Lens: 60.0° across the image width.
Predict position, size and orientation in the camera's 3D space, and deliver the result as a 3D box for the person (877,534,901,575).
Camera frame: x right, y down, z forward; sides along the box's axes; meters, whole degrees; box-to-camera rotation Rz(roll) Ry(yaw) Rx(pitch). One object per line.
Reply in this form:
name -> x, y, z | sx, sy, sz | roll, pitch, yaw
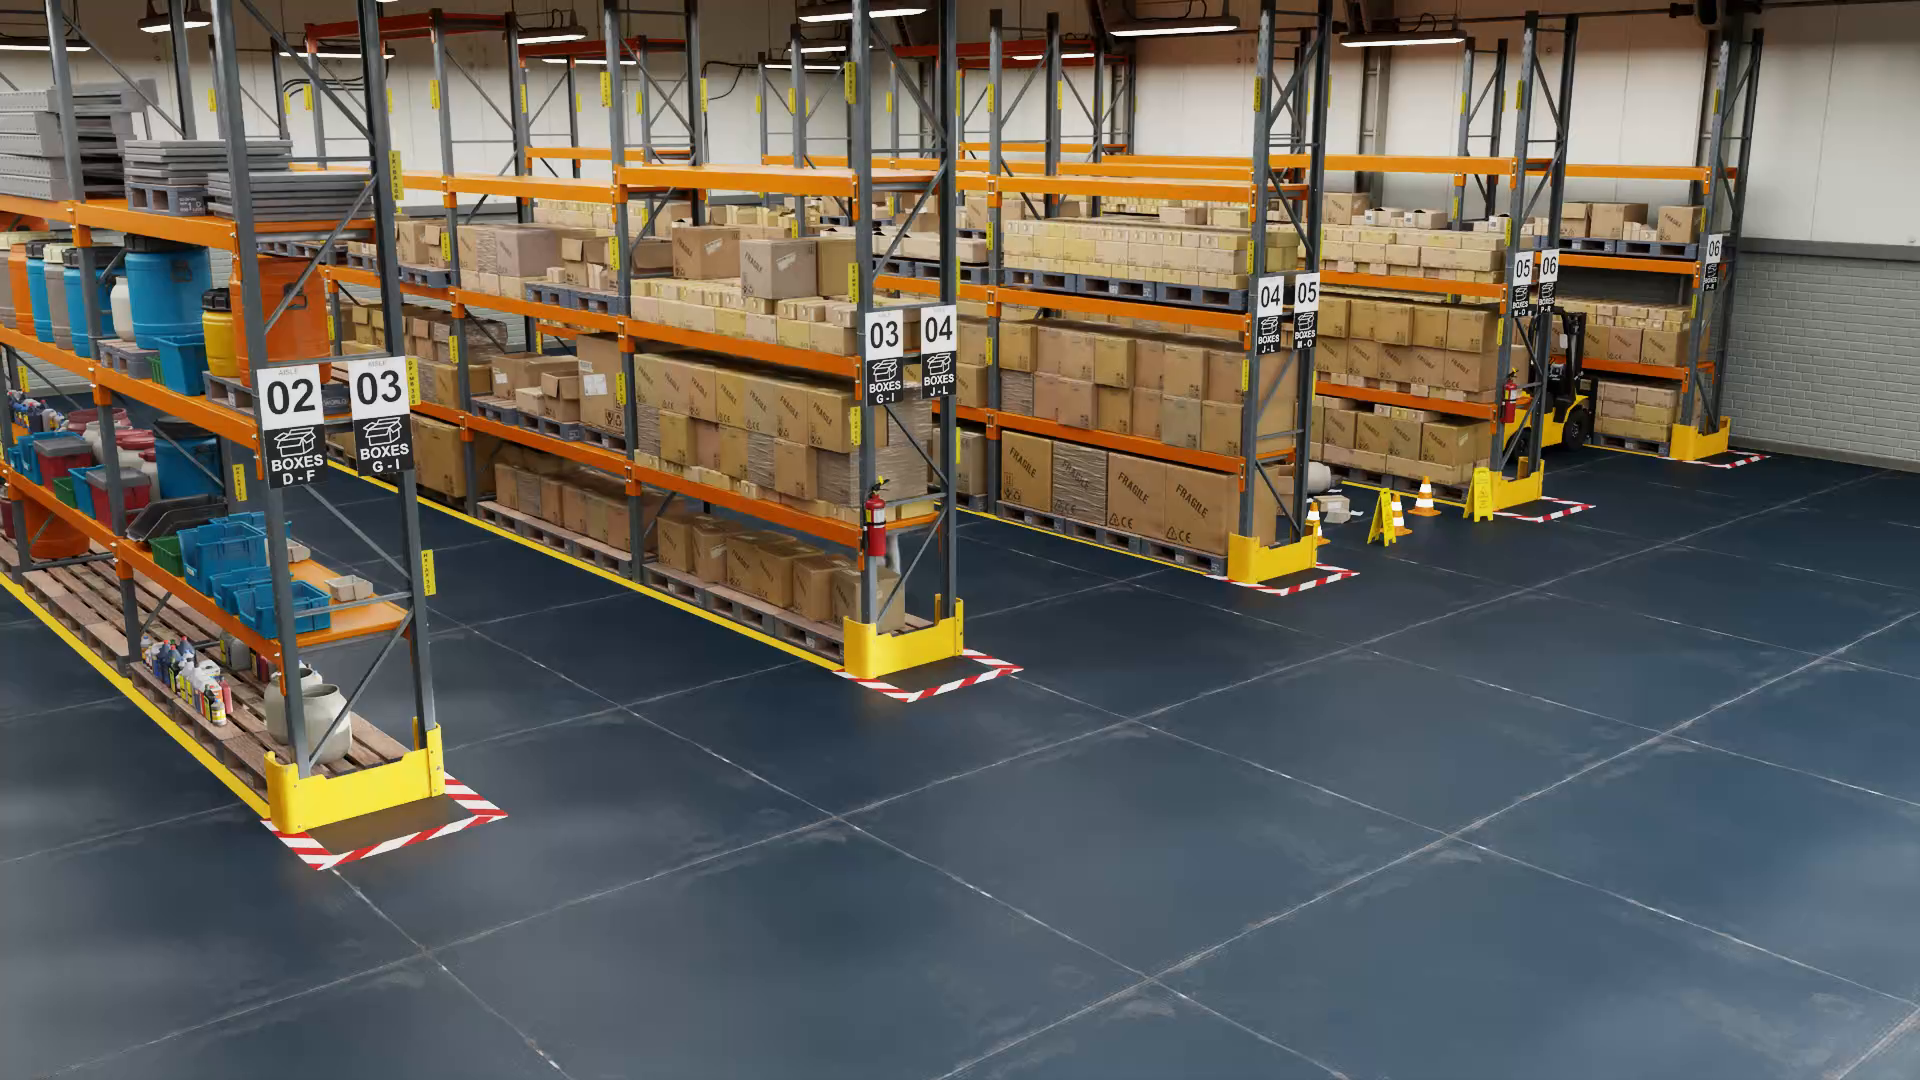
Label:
person -> -0.840, -0.284, 17.155 | 0.423, 1.668, 0.518 | -13, 19, -41
